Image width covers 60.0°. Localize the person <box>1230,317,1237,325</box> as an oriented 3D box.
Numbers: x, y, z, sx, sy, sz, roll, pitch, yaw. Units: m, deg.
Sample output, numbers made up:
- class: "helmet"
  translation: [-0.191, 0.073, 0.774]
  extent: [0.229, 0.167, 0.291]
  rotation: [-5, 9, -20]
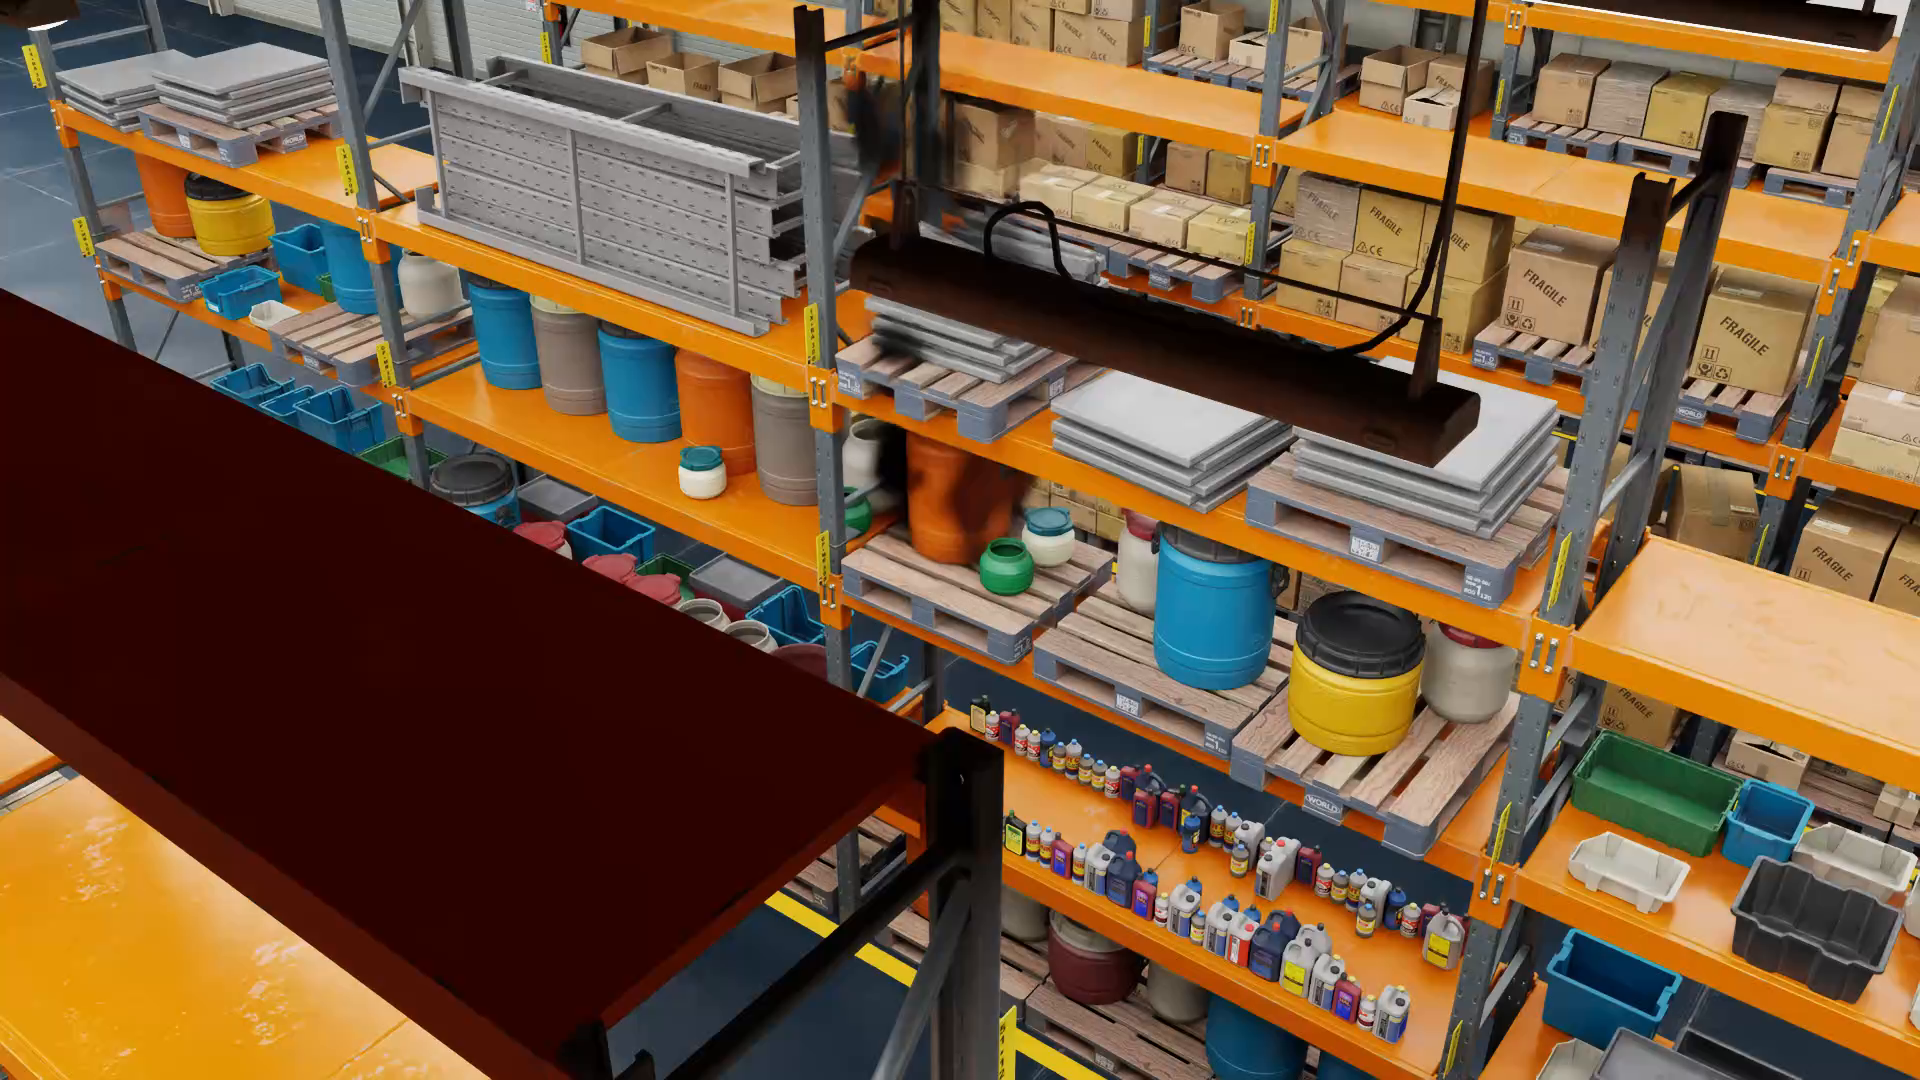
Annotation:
- class: "person"
  translation: [2.677, -1.507, 16.154]
  extent: [0.580, 1.644, 0.668]
  rotation: [22, 37, 31]
